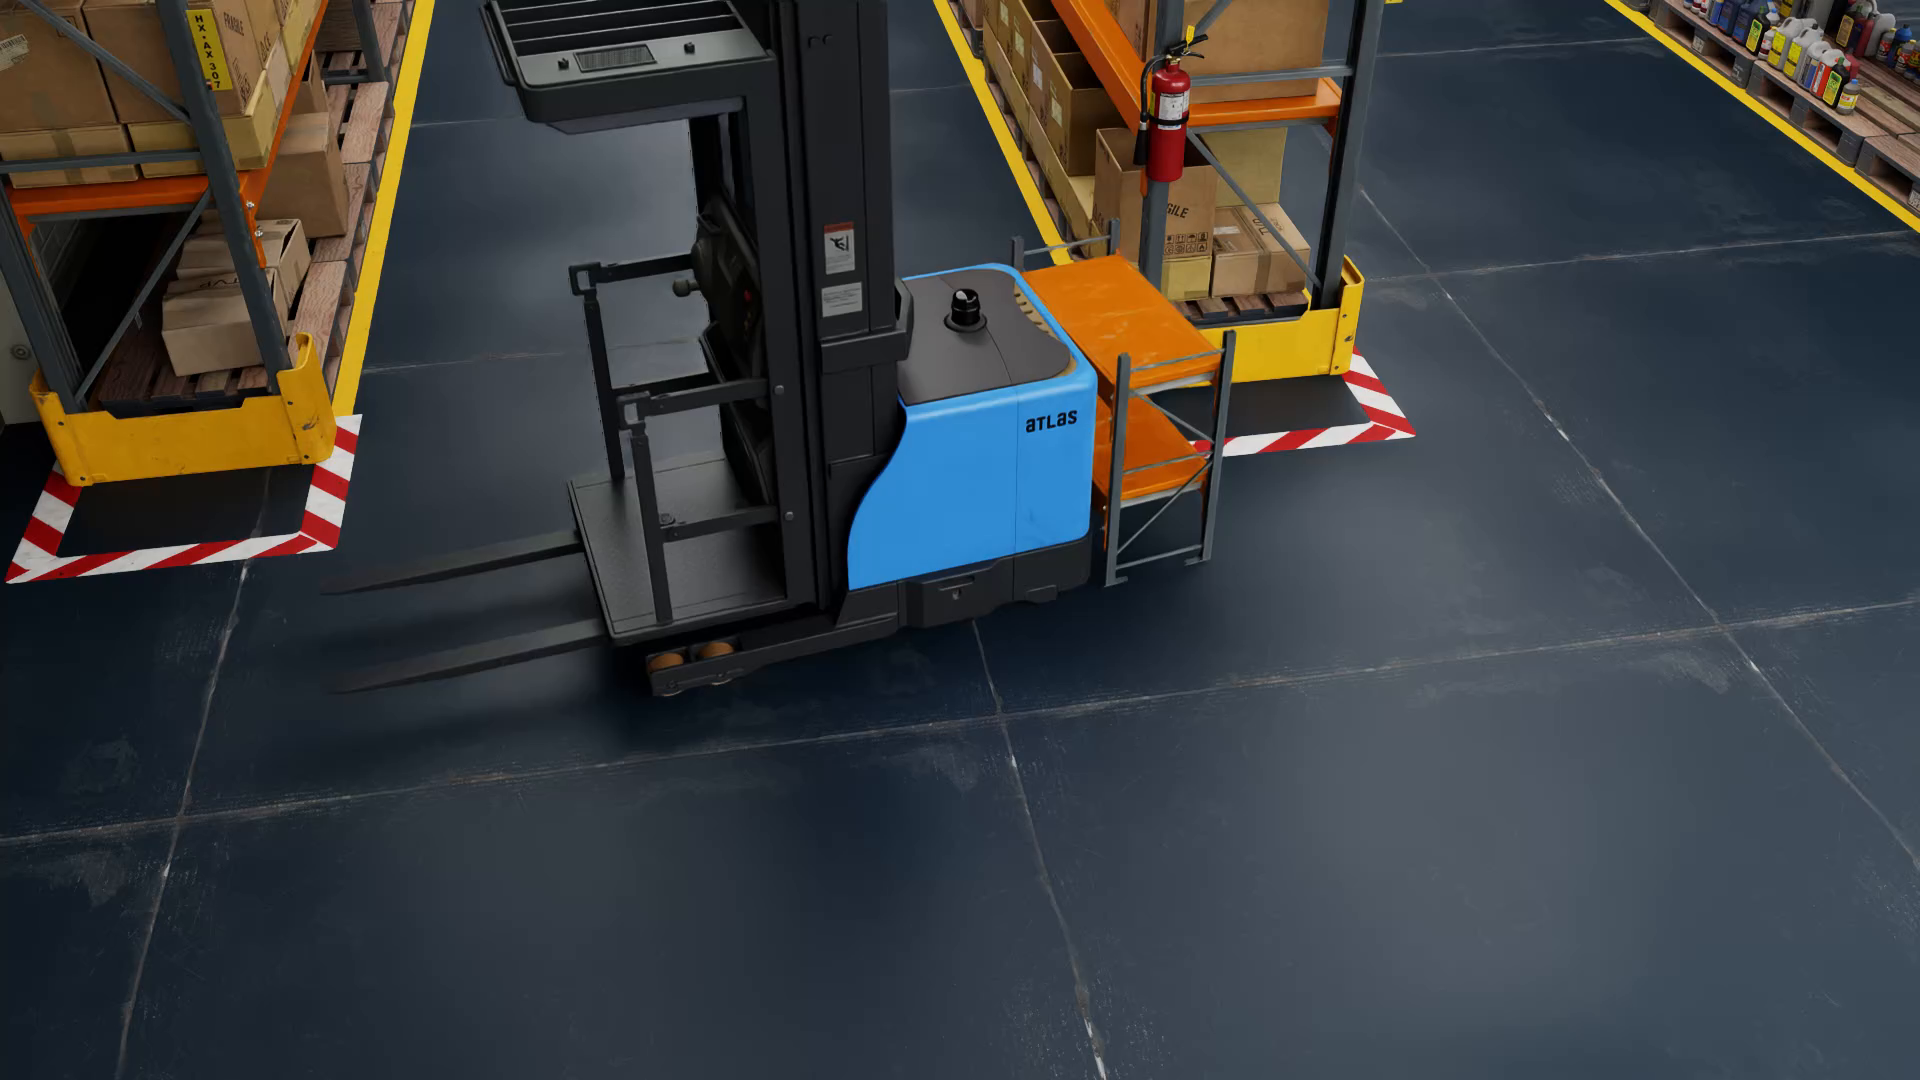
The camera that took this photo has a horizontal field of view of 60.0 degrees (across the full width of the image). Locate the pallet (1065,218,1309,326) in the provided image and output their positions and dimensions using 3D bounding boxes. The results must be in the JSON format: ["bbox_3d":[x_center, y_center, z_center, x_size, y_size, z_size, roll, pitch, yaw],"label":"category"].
[{"bbox_3d":[1.185,-1.434,8.923,1.003,0.211,1.213,-6,38,-8],"label":"pallet"}]

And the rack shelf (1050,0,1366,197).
[{"bbox_3d":[1.010,-3.001,9.255,1.077,0.370,4.000,-6,38,-8],"label":"rack shelf"}]

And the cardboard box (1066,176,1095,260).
[{"bbox_3d":[0.876,-1.750,8.957,0.500,0.250,0.500,-6,38,-8],"label":"cardboard box"}]

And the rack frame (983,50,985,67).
[{"bbox_3d":[0.660,-4.493,10.589,1.000,3.000,0.127,-6,38,-8],"label":"rack frame"}]

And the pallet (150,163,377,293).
[{"bbox_3d":[-3.847,-1.717,9.288,1.003,0.211,1.213,-6,38,-8],"label":"pallet"}]

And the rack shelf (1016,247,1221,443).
[{"bbox_3d":[0.648,-0.832,6.927,0.538,0.278,1.000,-14,40,-17],"label":"rack shelf"}]

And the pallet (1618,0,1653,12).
[{"bbox_3d":[5.361,-4.393,12.732,1.003,0.211,1.213,-6,38,-8],"label":"pallet"}]

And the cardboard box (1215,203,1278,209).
[{"bbox_3d":[1.394,-1.807,9.030,0.500,0.250,0.500,-6,38,-8],"label":"cardboard box"}]

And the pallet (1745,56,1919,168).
[{"bbox_3d":[5.831,-2.774,10.649,1.003,0.211,1.213,-6,38,-8],"label":"pallet"}]

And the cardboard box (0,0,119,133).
[{"bbox_3d":[-3.807,-2.049,6.937,0.500,0.500,0.500,-7,38,-8],"label":"cardboard box"}]

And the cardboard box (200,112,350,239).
[{"bbox_3d":[-3.728,-1.949,8.993,0.700,0.500,0.500,-9,39,-11],"label":"cardboard box"}]

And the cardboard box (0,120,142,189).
[{"bbox_3d":[-3.788,-1.753,7.167,0.500,0.250,0.500,-6,38,-7],"label":"cardboard box"}]

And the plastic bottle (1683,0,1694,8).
[{"bbox_3d":[5.161,-3.881,11.665,0.097,0.271,0.097,0,38,0],"label":"plastic bottle"}]

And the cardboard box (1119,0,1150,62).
[{"bbox_3d":[1.195,-2.717,8.221,0.700,0.500,0.500,-5,38,-7],"label":"cardboard box"}]

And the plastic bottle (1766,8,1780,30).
[{"bbox_3d":[5.366,-3.389,11.033,0.097,0.271,0.097,0,38,0],"label":"plastic bottle"}]

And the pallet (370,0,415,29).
[{"bbox_3d":[-4.572,-4.066,12.311,1.003,0.211,1.213,-6,38,-8],"label":"pallet"}]

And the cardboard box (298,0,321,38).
[{"bbox_3d":[-3.563,-2.746,8.445,0.500,0.250,0.500,-6,38,-8],"label":"cardboard box"}]

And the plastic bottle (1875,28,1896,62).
[{"bbox_3d":[6.096,-3.257,10.919,0.097,0.201,0.097,0,38,0],"label":"plastic bottle"}]

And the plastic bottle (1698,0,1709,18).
[{"bbox_3d":[5.197,-3.730,11.529,0.097,0.201,0.097,0,38,0],"label":"plastic bottle"}]

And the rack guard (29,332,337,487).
[{"bbox_3d":[-3.529,-0.601,7.616,1.175,0.500,0.348,-6,38,-8],"label":"rack guard"}]

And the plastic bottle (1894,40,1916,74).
[{"bbox_3d":[6.132,-3.133,10.759,0.097,0.201,0.097,0,38,0],"label":"plastic bottle"}]

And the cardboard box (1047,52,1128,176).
[{"bbox_3d":[0.784,-2.348,9.115,0.500,0.500,0.500,-6,38,-8],"label":"cardboard box"}]

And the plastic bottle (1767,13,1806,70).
[{"bbox_3d":[5.377,-3.249,10.787,0.144,0.351,0.185,-7,38,-8],"label":"plastic bottle"}]

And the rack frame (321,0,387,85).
[{"bbox_3d":[-4.217,-3.958,9.900,1.000,3.000,0.127,-6,38,-8],"label":"rack frame"}]

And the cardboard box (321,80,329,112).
[{"bbox_3d":[-4.093,-2.693,10.223,0.380,0.166,0.250,-11,39,-14],"label":"cardboard box"}]

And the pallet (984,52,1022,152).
[{"bbox_3d":[0.758,-2.907,10.820,1.003,0.211,1.213,-6,38,-8],"label":"pallet"}]

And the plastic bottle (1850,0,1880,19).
[{"bbox_3d":[6.024,-3.483,11.088,0.144,0.351,0.185,-6,38,-8],"label":"plastic bottle"}]

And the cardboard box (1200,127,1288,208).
[{"bbox_3d":[1.396,-2.103,8.800,0.500,0.500,0.500,-6,38,-8],"label":"cardboard box"}]

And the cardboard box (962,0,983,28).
[{"bbox_3d":[0.301,-3.793,11.586,0.500,0.250,0.500,-7,38,-8],"label":"cardboard box"}]

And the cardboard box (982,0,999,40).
[{"bbox_3d":[0.433,-3.556,10.670,0.500,0.500,0.500,-6,38,-8],"label":"cardboard box"}]

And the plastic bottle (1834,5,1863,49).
[{"bbox_3d":[5.927,-3.429,11.075,0.061,0.283,0.133,-6,38,-8],"label":"plastic bottle"}]

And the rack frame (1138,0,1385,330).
[{"bbox_3d":[1.361,-2.077,7.479,1.000,3.000,0.127,-6,38,-8],"label":"rack frame"}]

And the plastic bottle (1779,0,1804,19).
[{"bbox_3d":[5.792,-3.778,11.469,0.144,0.351,0.185,-6,38,-8],"label":"plastic bottle"}]

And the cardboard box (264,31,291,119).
[{"bbox_3d":[-3.394,-2.132,7.655,0.500,0.250,0.500,-7,38,-9],"label":"cardboard box"}]

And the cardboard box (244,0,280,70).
[{"bbox_3d":[-3.380,-2.407,7.399,0.500,0.500,0.500,-6,38,-8],"label":"cardboard box"}]

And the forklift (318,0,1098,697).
[{"bbox_3d":[-1.031,-0.918,6.042,3.031,2.935,1.130,-12,39,-15],"label":"forklift"}]

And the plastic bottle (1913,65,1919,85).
[{"bbox_3d":[6.167,-3.040,10.583,0.097,0.271,0.097,0,38,0],"label":"plastic bottle"}]

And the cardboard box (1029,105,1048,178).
[{"bbox_3d":[0.701,-2.354,9.734,0.500,0.250,0.500,-6,38,-8],"label":"cardboard box"}]

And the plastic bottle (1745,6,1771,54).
[{"bbox_3d":[5.291,-3.375,11.004,0.061,0.283,0.133,-5,38,-6],"label":"plastic bottle"}]

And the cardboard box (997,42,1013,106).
[{"bbox_3d":[0.525,-2.958,10.512,0.500,0.250,0.500,-6,38,-8],"label":"cardboard box"}]

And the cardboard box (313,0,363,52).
[{"bbox_3d":[-4.362,-3.588,11.102,0.700,0.500,0.500,-5,38,-6],"label":"cardboard box"}]

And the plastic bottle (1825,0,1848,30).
[{"bbox_3d":[5.967,-3.678,11.339,0.144,0.351,0.185,-8,39,-10],"label":"plastic bottle"}]

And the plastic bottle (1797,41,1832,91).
[{"bbox_3d":[5.443,-3.007,10.537,0.152,0.276,0.135,-7,38,-9],"label":"plastic bottle"}]

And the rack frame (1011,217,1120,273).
[{"bbox_3d":[0.457,-0.890,7.479,0.500,1.125,0.032,-14,40,-17],"label":"rack frame"}]

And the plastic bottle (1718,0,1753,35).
[{"bbox_3d":[5.270,-3.619,11.264,0.144,0.351,0.185,-5,38,-7],"label":"plastic bottle"}]

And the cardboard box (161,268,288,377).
[{"bbox_3d":[-3.548,-1.082,8.031,0.500,0.311,0.500,-10,39,-13],"label":"cardboard box"}]

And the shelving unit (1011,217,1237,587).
[{"bbox_3d":[0.648,-0.601,7.107,0.538,1.125,1.048,-14,40,-17],"label":"shelving unit"}]

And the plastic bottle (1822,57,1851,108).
[{"bbox_3d":[5.446,-2.840,10.316,0.061,0.283,0.133,-5,38,-7],"label":"plastic bottle"}]

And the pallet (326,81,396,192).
[{"bbox_3d":[-4.064,-2.455,10.238,1.003,0.211,1.213,-6,38,-8],"label":"pallet"}]

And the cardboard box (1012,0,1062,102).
[{"bbox_3d":[0.608,-2.952,9.892,0.500,0.500,0.500,-6,38,-8],"label":"cardboard box"}]

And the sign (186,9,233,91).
[{"bbox_3d":[-2.981,-1.943,6.600,0.100,0.325,0.005,-6,38,-8],"label":"sign"}]
